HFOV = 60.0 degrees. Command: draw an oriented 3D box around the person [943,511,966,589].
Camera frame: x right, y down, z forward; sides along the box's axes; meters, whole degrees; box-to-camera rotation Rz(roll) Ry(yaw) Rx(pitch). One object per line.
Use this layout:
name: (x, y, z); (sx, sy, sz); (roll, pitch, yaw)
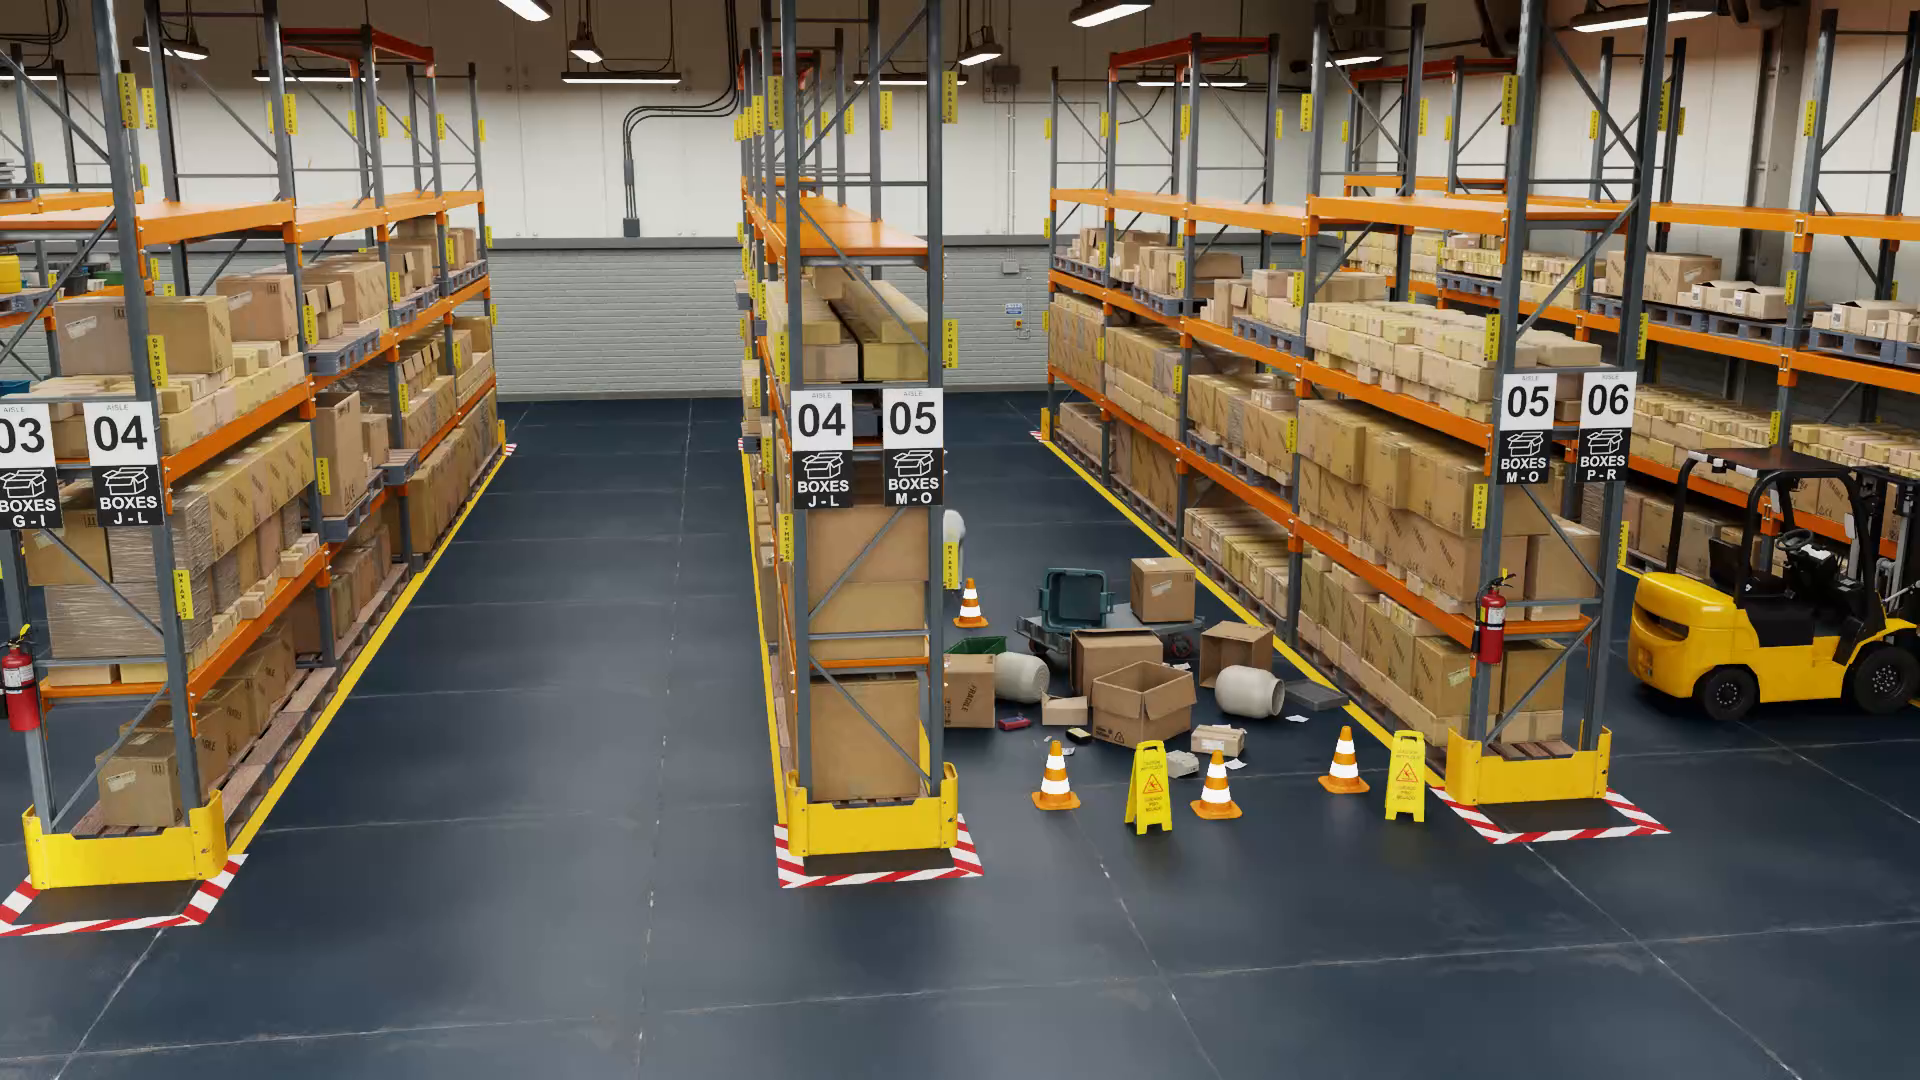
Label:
person: (-0.182, 0.069, 18.460); (0.461, 0.865, 0.850); (-3, 14, -12)
